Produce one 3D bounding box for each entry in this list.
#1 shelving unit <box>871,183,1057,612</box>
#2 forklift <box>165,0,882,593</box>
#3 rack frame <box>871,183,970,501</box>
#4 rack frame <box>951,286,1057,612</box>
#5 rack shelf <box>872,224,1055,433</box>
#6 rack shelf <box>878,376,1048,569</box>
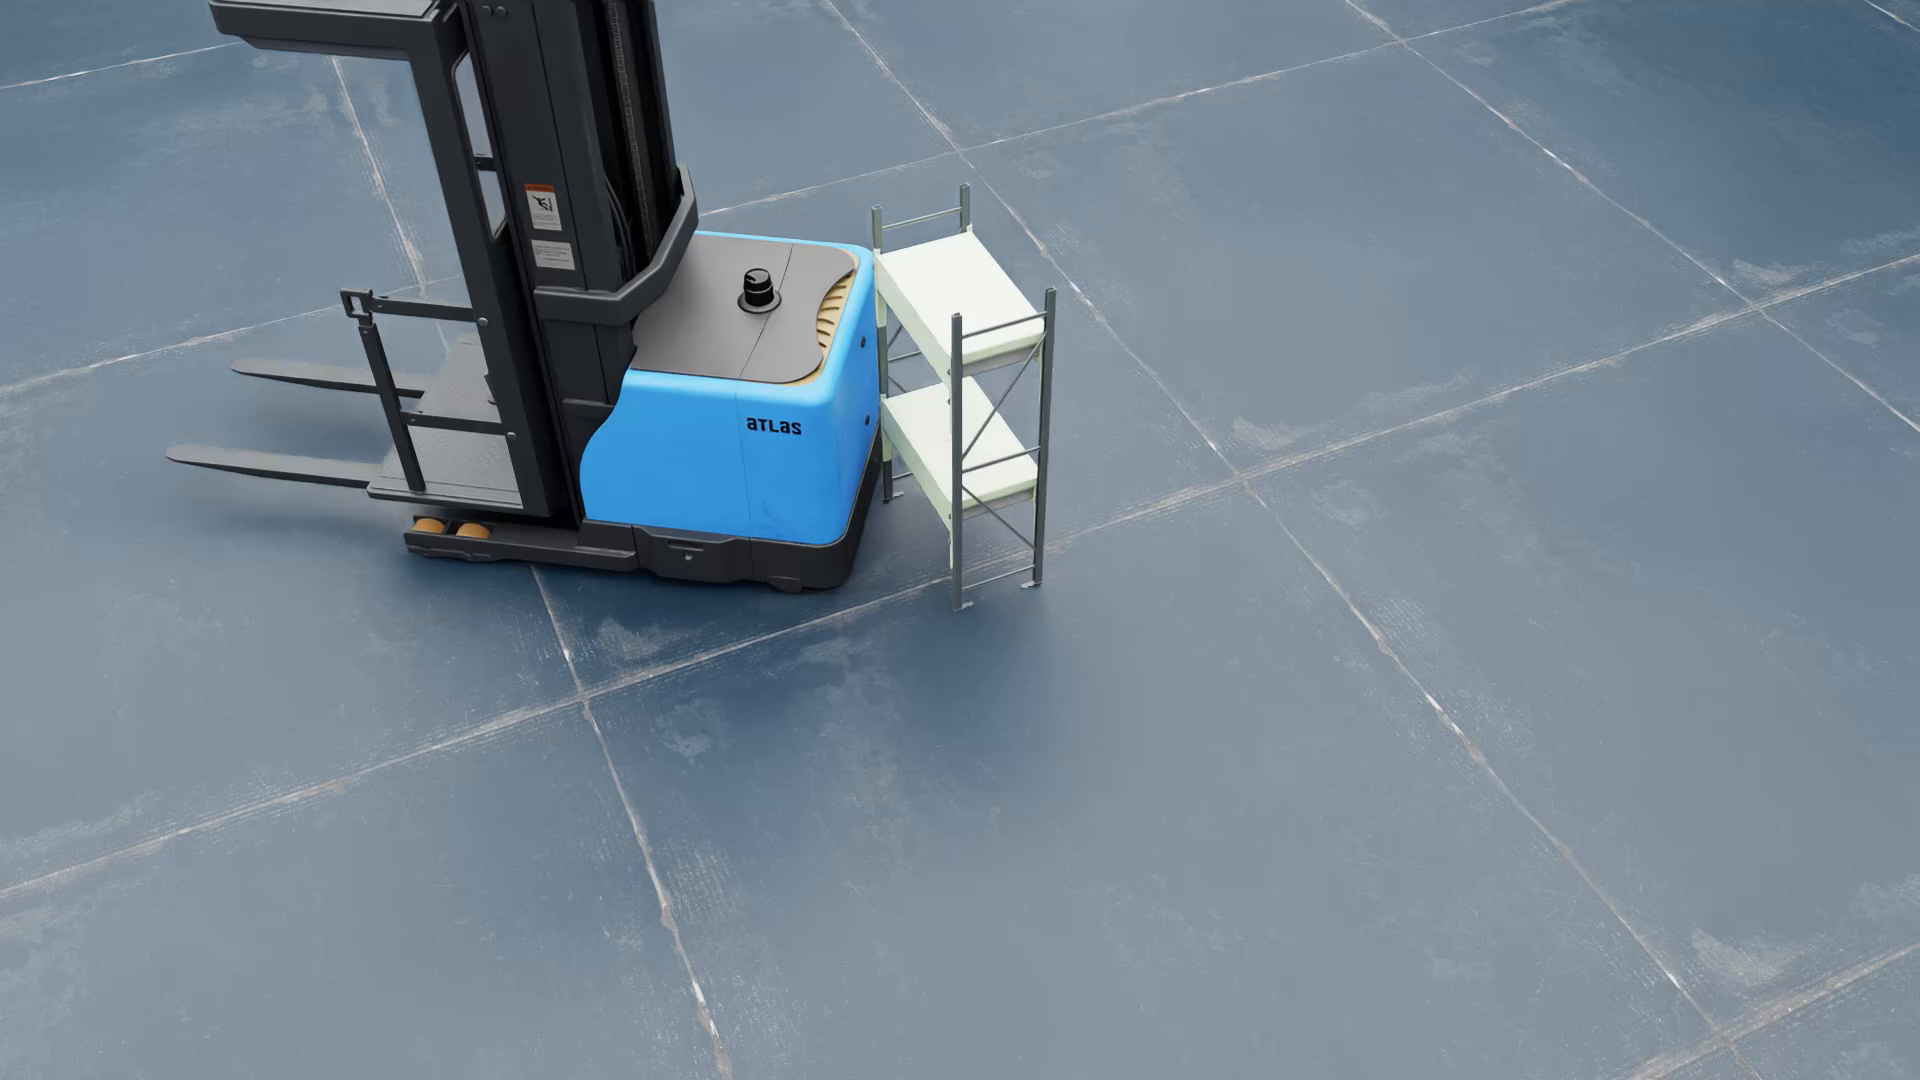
[{"bbox_3d":[0.004,-0.536,6.594,0.431,1.500,0.755,-18,47,-17],"label":"shelving unit"},{"bbox_3d":[-1.884,-1.312,6.361,3.031,2.935,1.130,6,45,6],"label":"forklift"},{"bbox_3d":[-0.147,-0.770,6.831,0.400,1.500,0.023,-18,47,-17],"label":"rack frame"},{"bbox_3d":[0.156,-0.302,6.357,0.400,1.500,0.023,-18,47,-17],"label":"rack frame"},{"bbox_3d":[0.004,-0.814,6.320,0.431,0.370,0.720,-18,47,-17],"label":"rack shelf"},{"bbox_3d":[0.004,-0.304,6.823,0.431,0.370,0.720,-18,47,-17],"label":"rack shelf"}]
